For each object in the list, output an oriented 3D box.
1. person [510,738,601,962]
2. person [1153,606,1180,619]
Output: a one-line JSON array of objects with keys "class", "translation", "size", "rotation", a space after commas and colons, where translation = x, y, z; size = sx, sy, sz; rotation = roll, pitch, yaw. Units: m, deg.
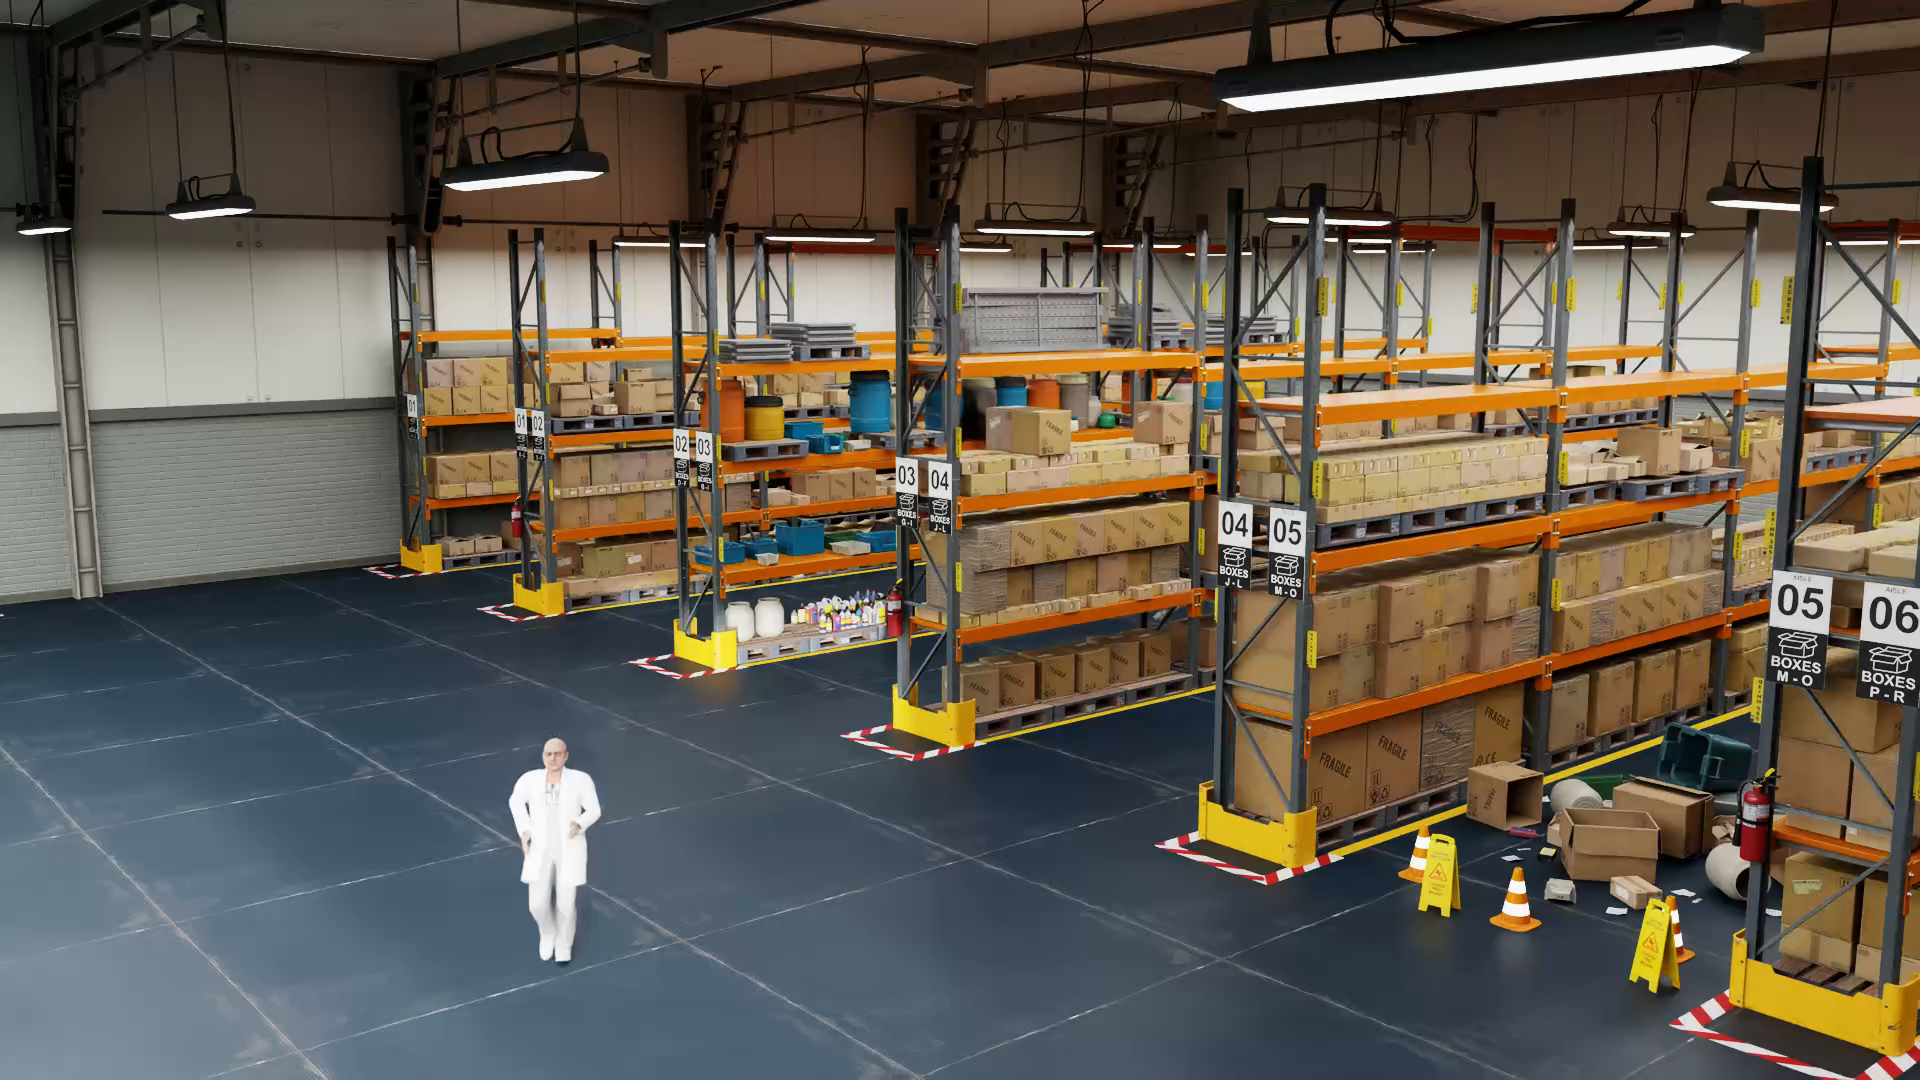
[{"class": "person", "translation": [-3.074, 2.377, 12.589], "size": [0.694, 1.736, 0.642], "rotation": [-1, 9, -8]}, {"class": "person", "translation": [3.087, 0.268, 24.537], "size": [0.847, 1.694, 0.561], "rotation": [-9, 12, -44]}]
